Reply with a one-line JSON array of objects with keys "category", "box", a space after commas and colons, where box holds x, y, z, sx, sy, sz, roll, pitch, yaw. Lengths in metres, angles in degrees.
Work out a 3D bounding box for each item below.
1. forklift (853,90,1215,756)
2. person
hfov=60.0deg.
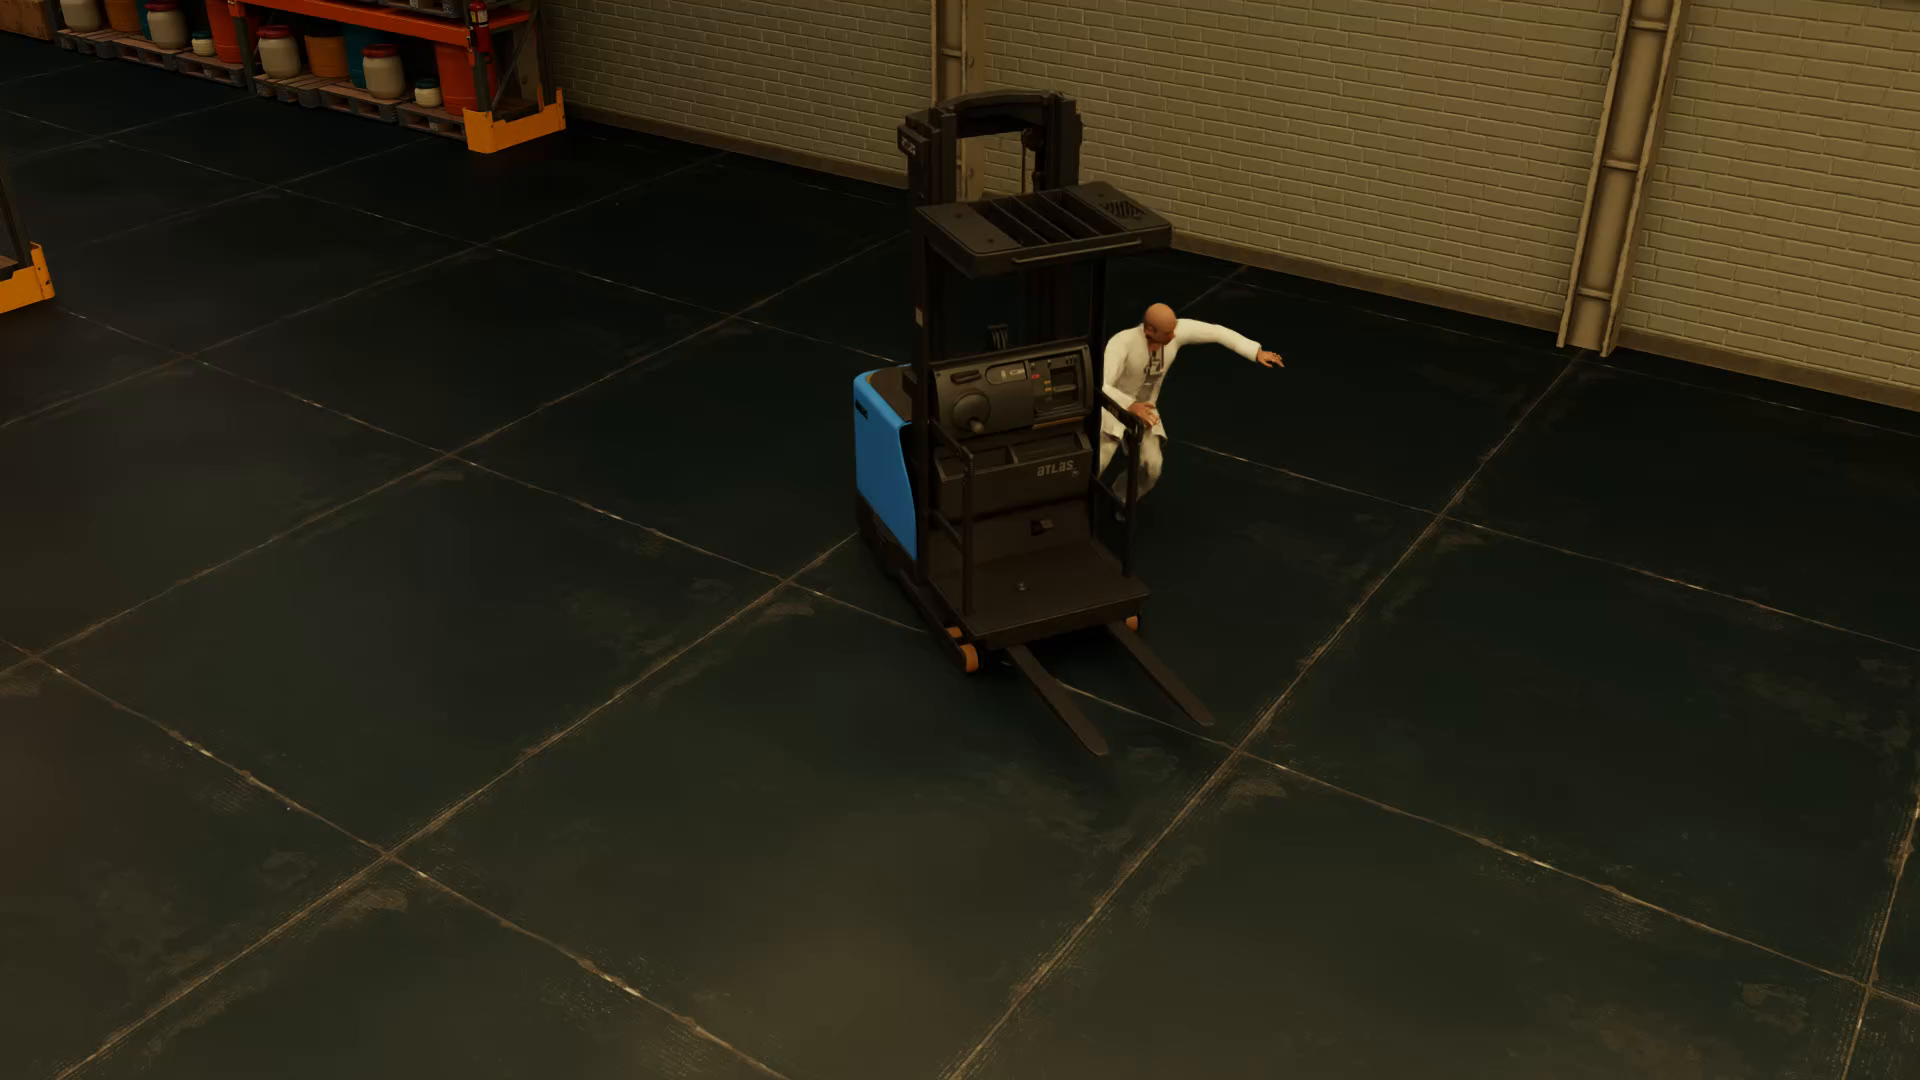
[{"category": "forklift", "box": [0.386, -0.772, 8.911, 1.130, 2.935, 3.031, -12, 32, -20]}, {"category": "person", "box": [1.136, -0.760, 10.325, 1.617, 1.485, 0.806, -13, 33, -22]}]
